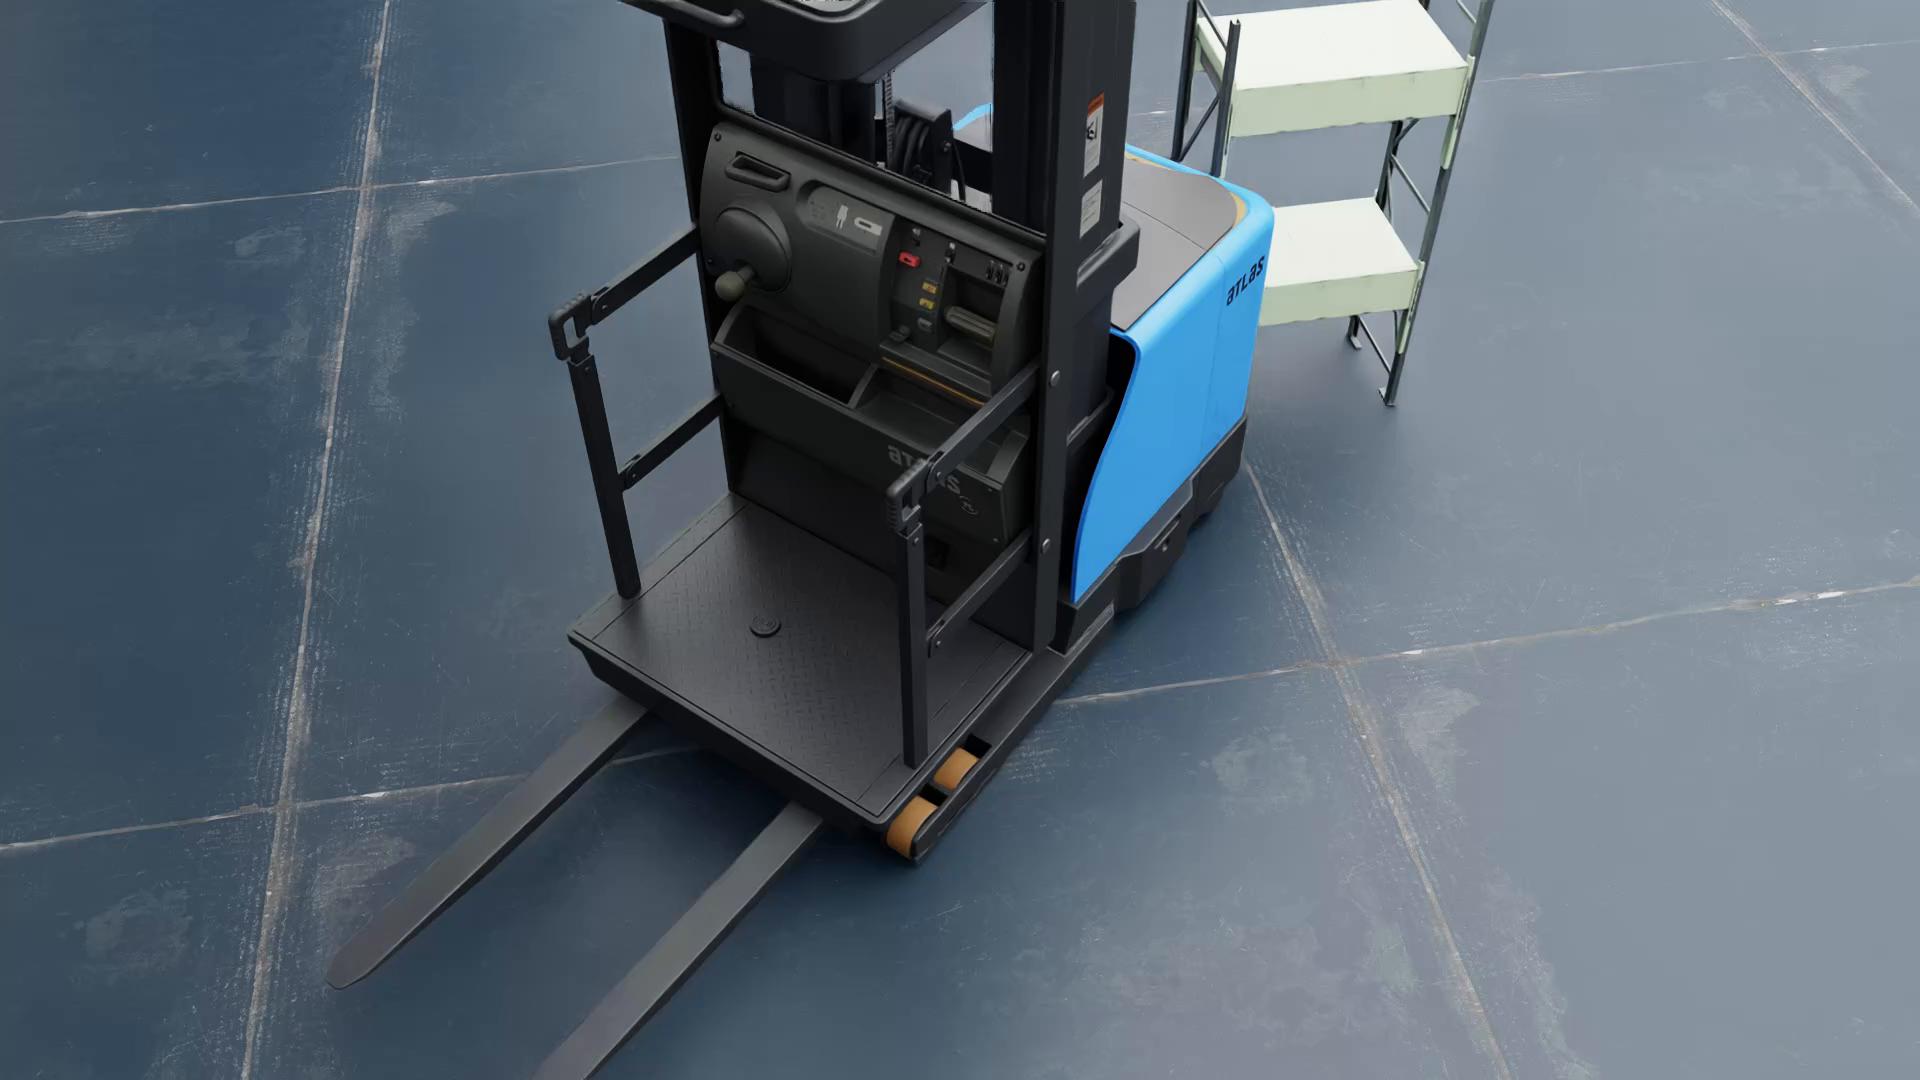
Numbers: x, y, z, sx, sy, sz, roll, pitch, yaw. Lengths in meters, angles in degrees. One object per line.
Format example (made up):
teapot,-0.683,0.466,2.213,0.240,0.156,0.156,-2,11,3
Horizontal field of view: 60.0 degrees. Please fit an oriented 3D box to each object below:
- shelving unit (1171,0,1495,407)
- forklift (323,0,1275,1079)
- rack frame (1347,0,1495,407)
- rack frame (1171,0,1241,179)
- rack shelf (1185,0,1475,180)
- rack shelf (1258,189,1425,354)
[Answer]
shelving unit,1.077,-1.071,5.240,0.755,1.500,0.431,-8,47,-7
forklift,-0.360,-0.572,3.766,1.130,2.935,3.031,27,52,24
rack frame,1.436,-1.120,5.288,0.023,1.500,0.400,-8,47,-7
rack frame,0.717,-1.021,5.193,0.023,1.500,0.400,-8,47,-7
rack shelf,1.077,-1.341,4.959,0.720,0.370,0.431,-8,47,-7
rack shelf,1.077,-0.844,5.475,0.720,0.370,0.431,-8,47,-7
